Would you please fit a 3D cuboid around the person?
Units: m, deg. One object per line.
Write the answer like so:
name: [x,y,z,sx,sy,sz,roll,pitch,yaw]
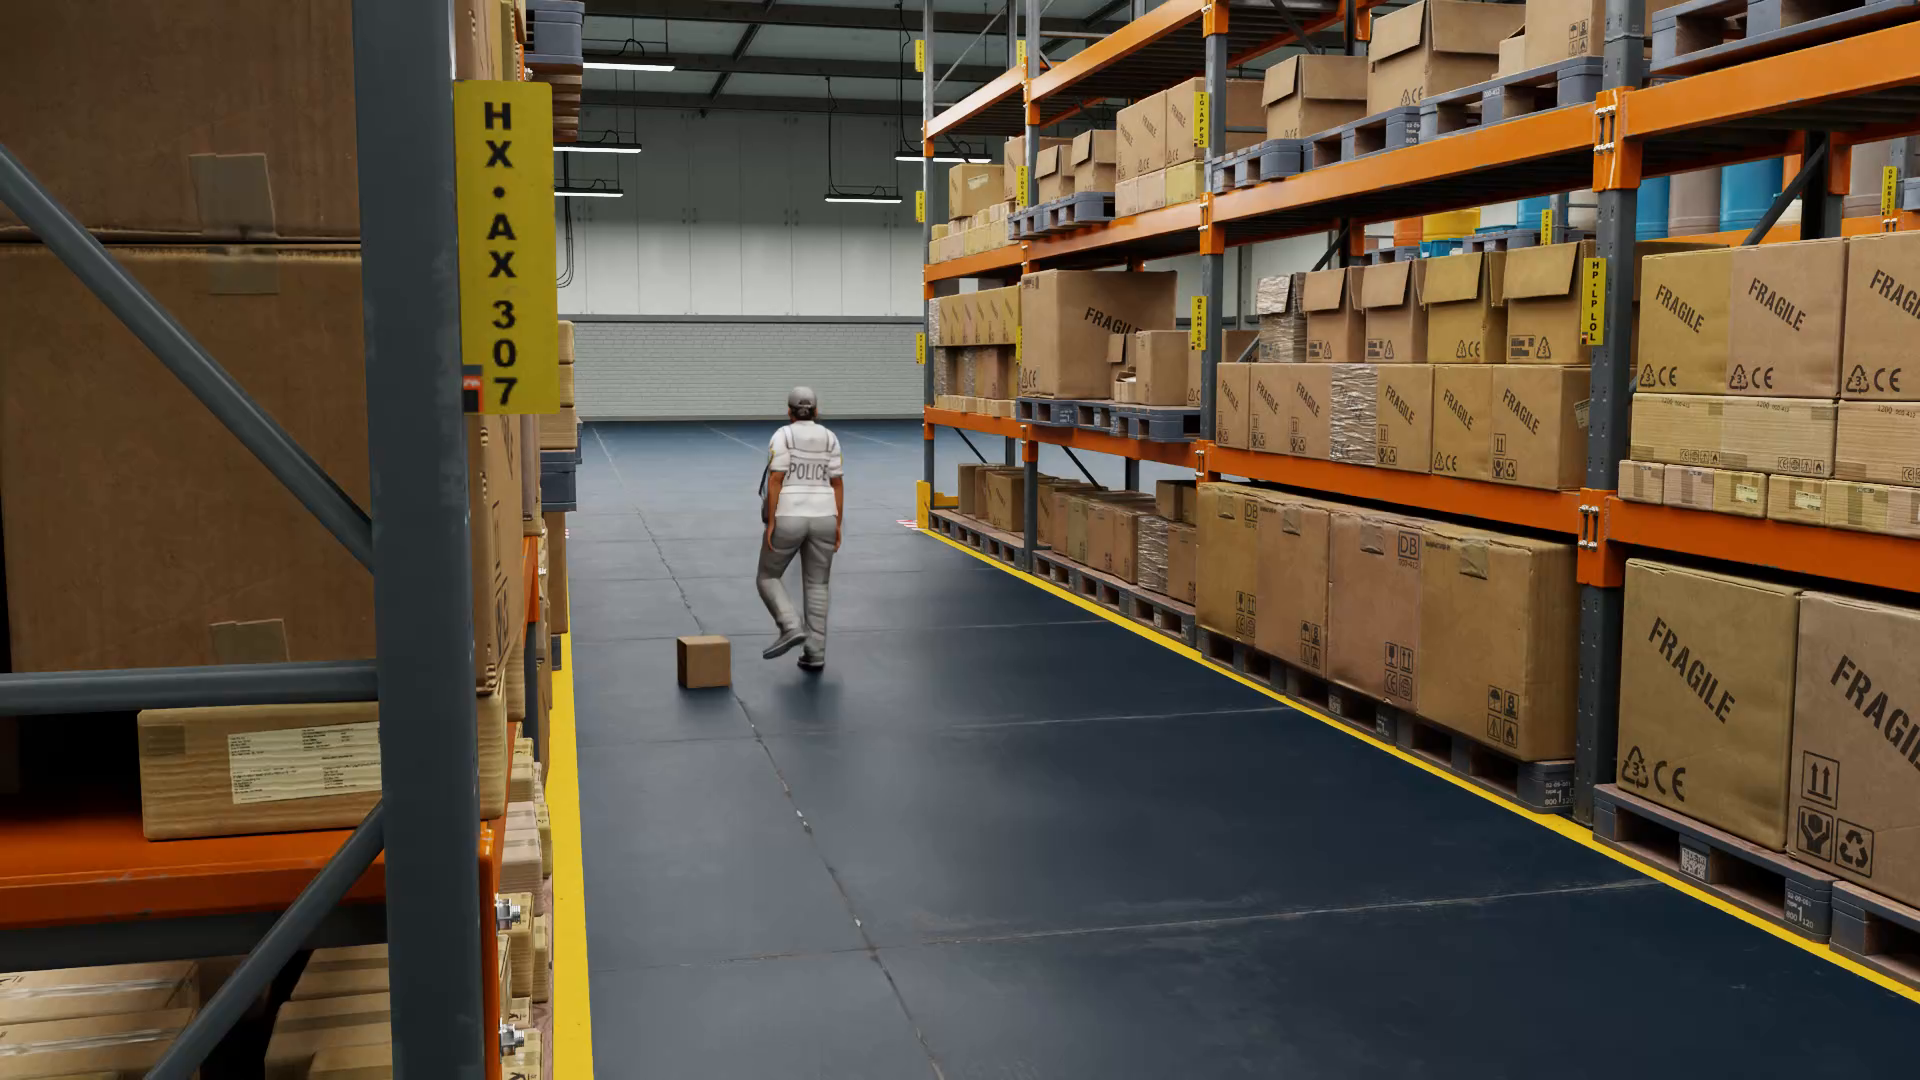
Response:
person: [-0.945,-0.081,9.844,0.549,1.656,0.501,-3,7,-26]
